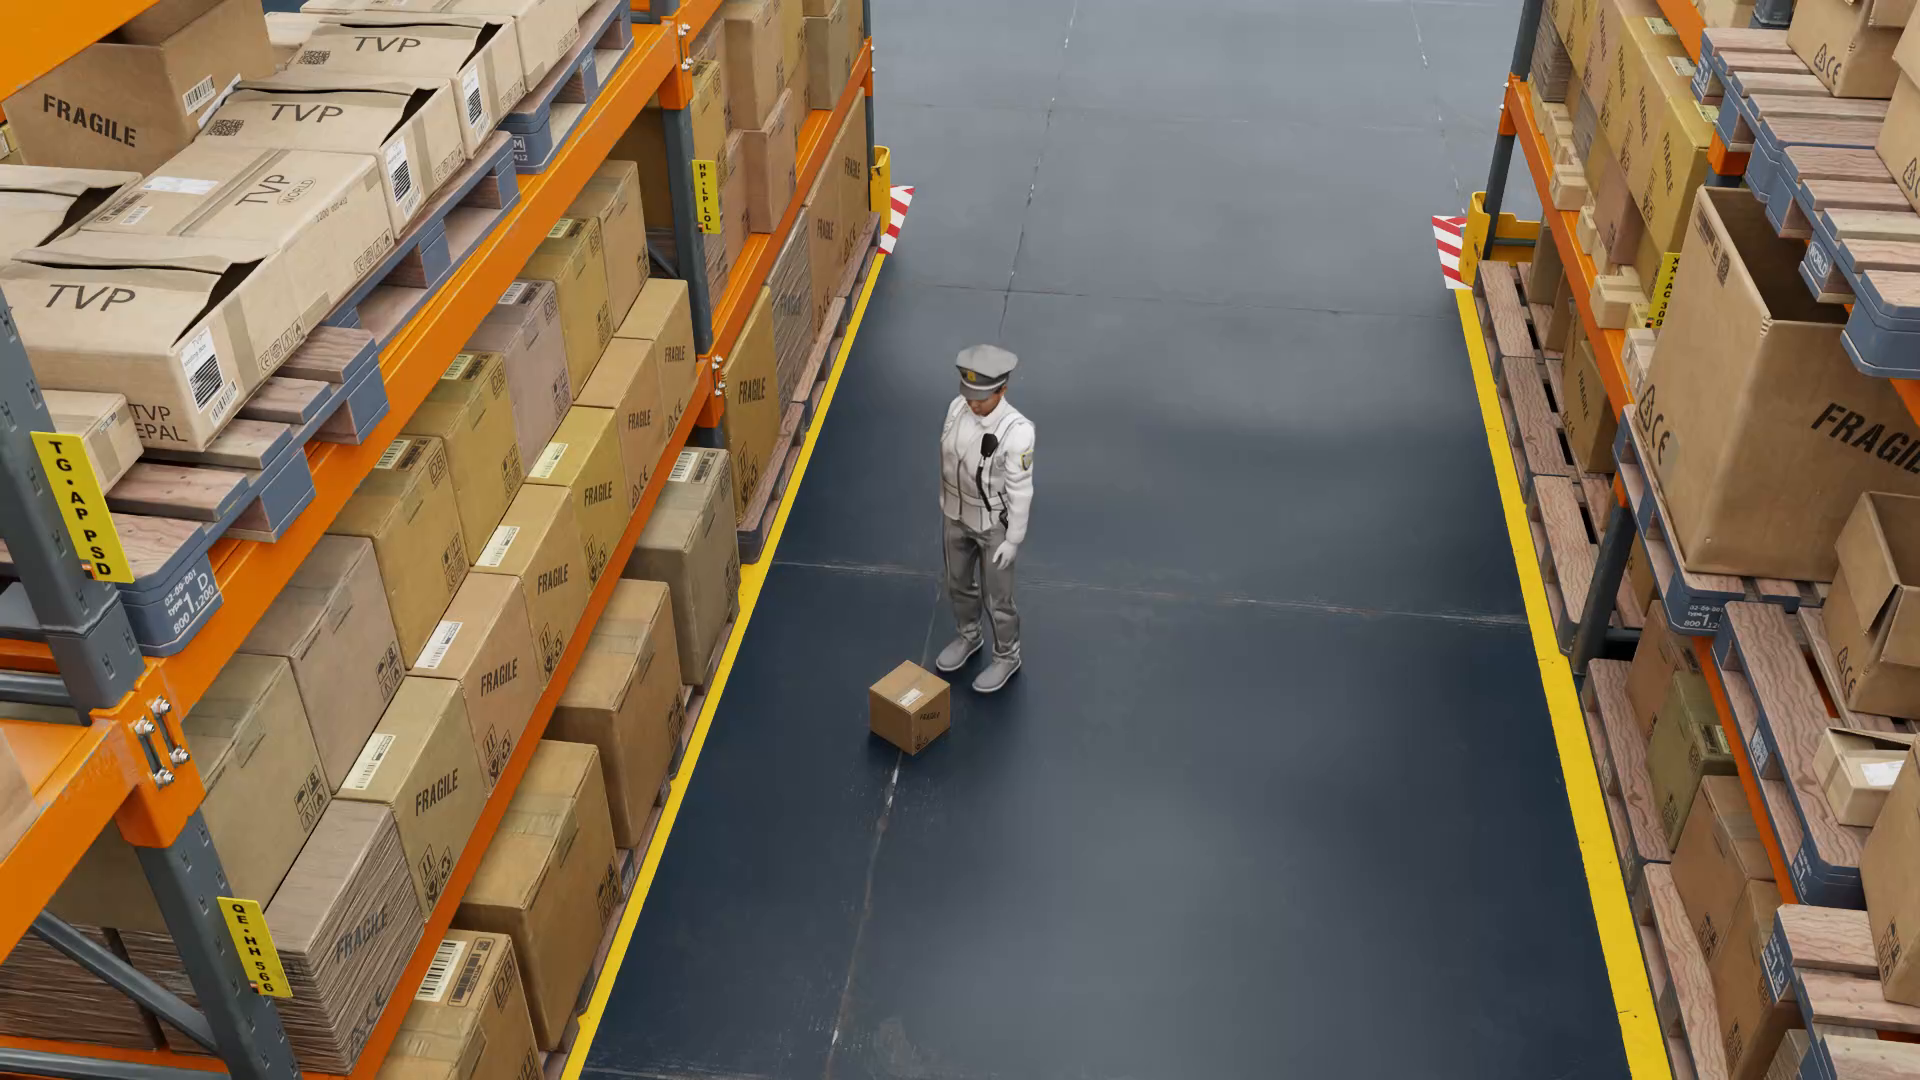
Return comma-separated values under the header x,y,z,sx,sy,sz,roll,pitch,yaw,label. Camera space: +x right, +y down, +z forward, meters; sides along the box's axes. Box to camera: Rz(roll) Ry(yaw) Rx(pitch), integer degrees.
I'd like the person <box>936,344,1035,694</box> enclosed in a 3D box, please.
x,y,z,sx,sy,sz,roll,pitch,yaw,label
0.097,-0.072,7.141,0.468,1.663,0.328,28,45,32,person
